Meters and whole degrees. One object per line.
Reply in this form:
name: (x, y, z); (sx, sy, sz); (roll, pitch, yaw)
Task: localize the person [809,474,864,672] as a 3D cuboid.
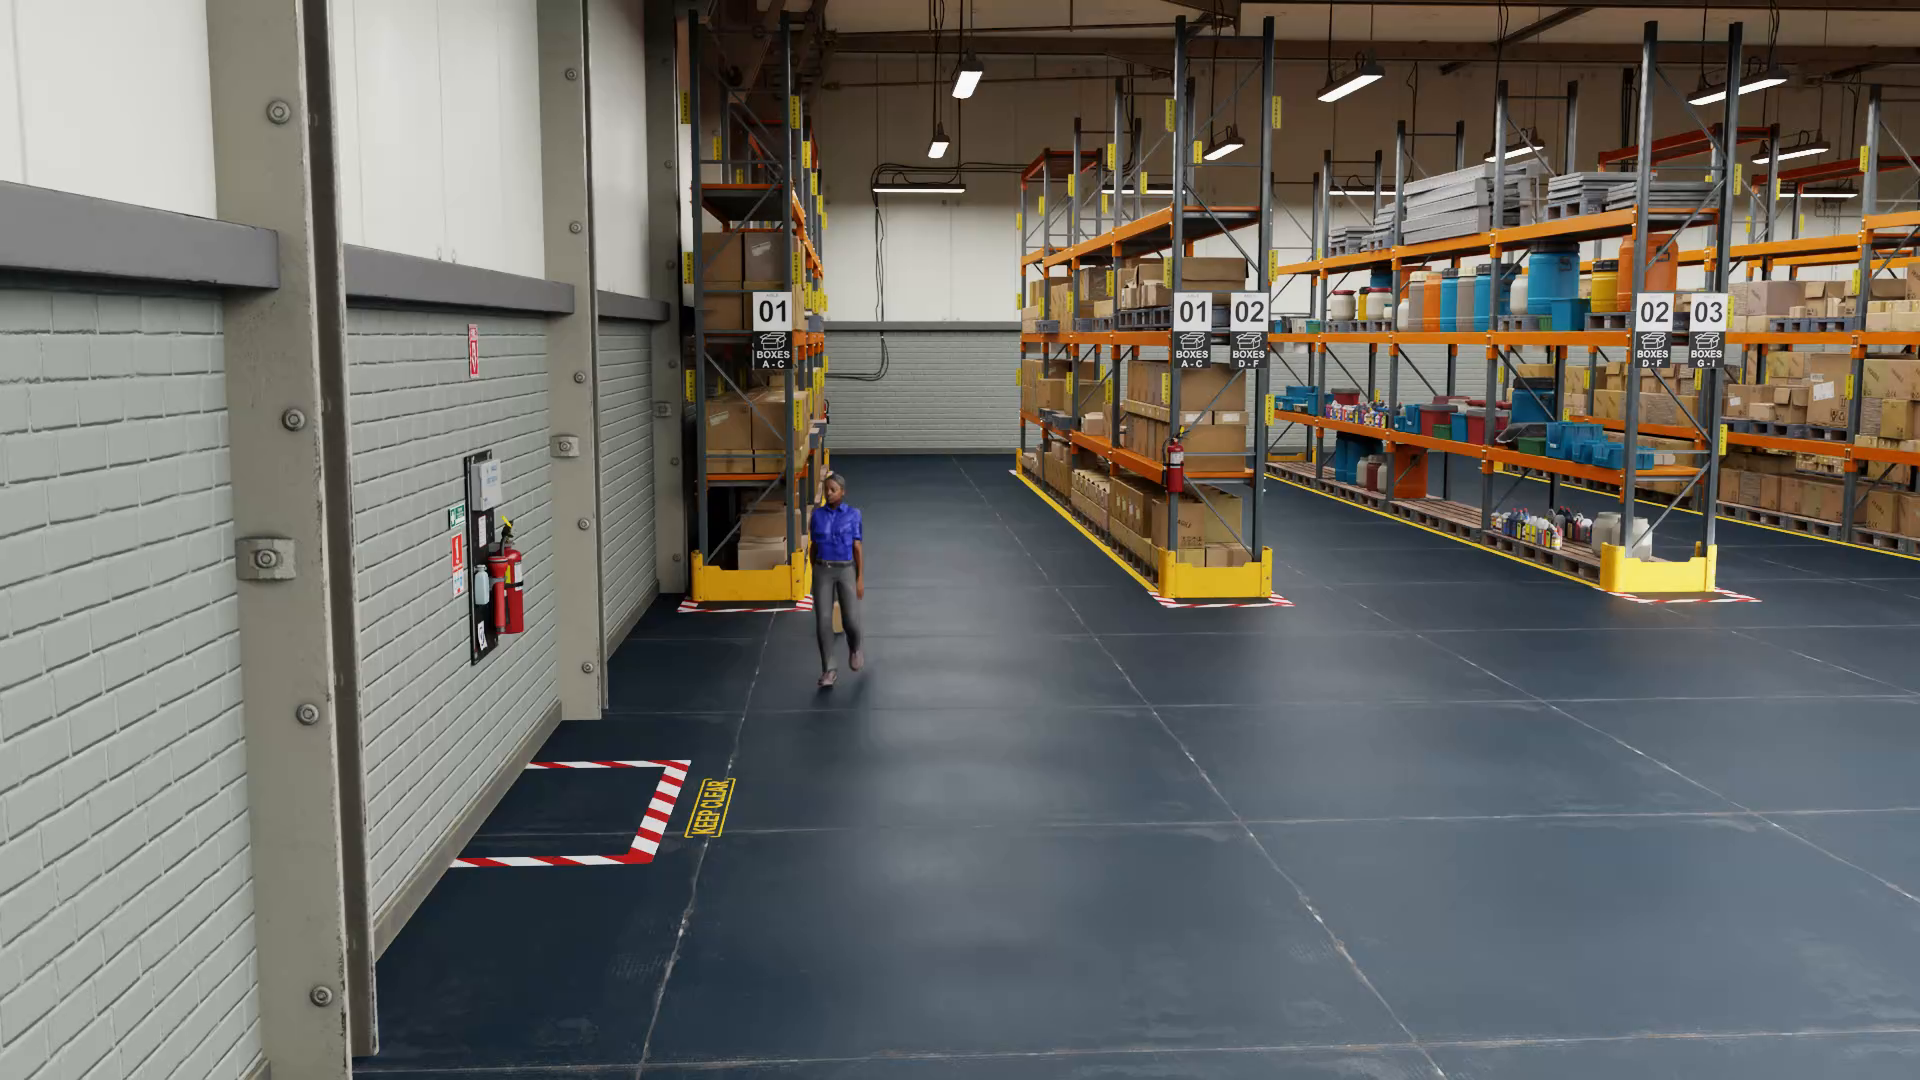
person: (-0.967, 0.263, 13.140); (0.460, 1.576, 0.457); (1, 7, 8)
